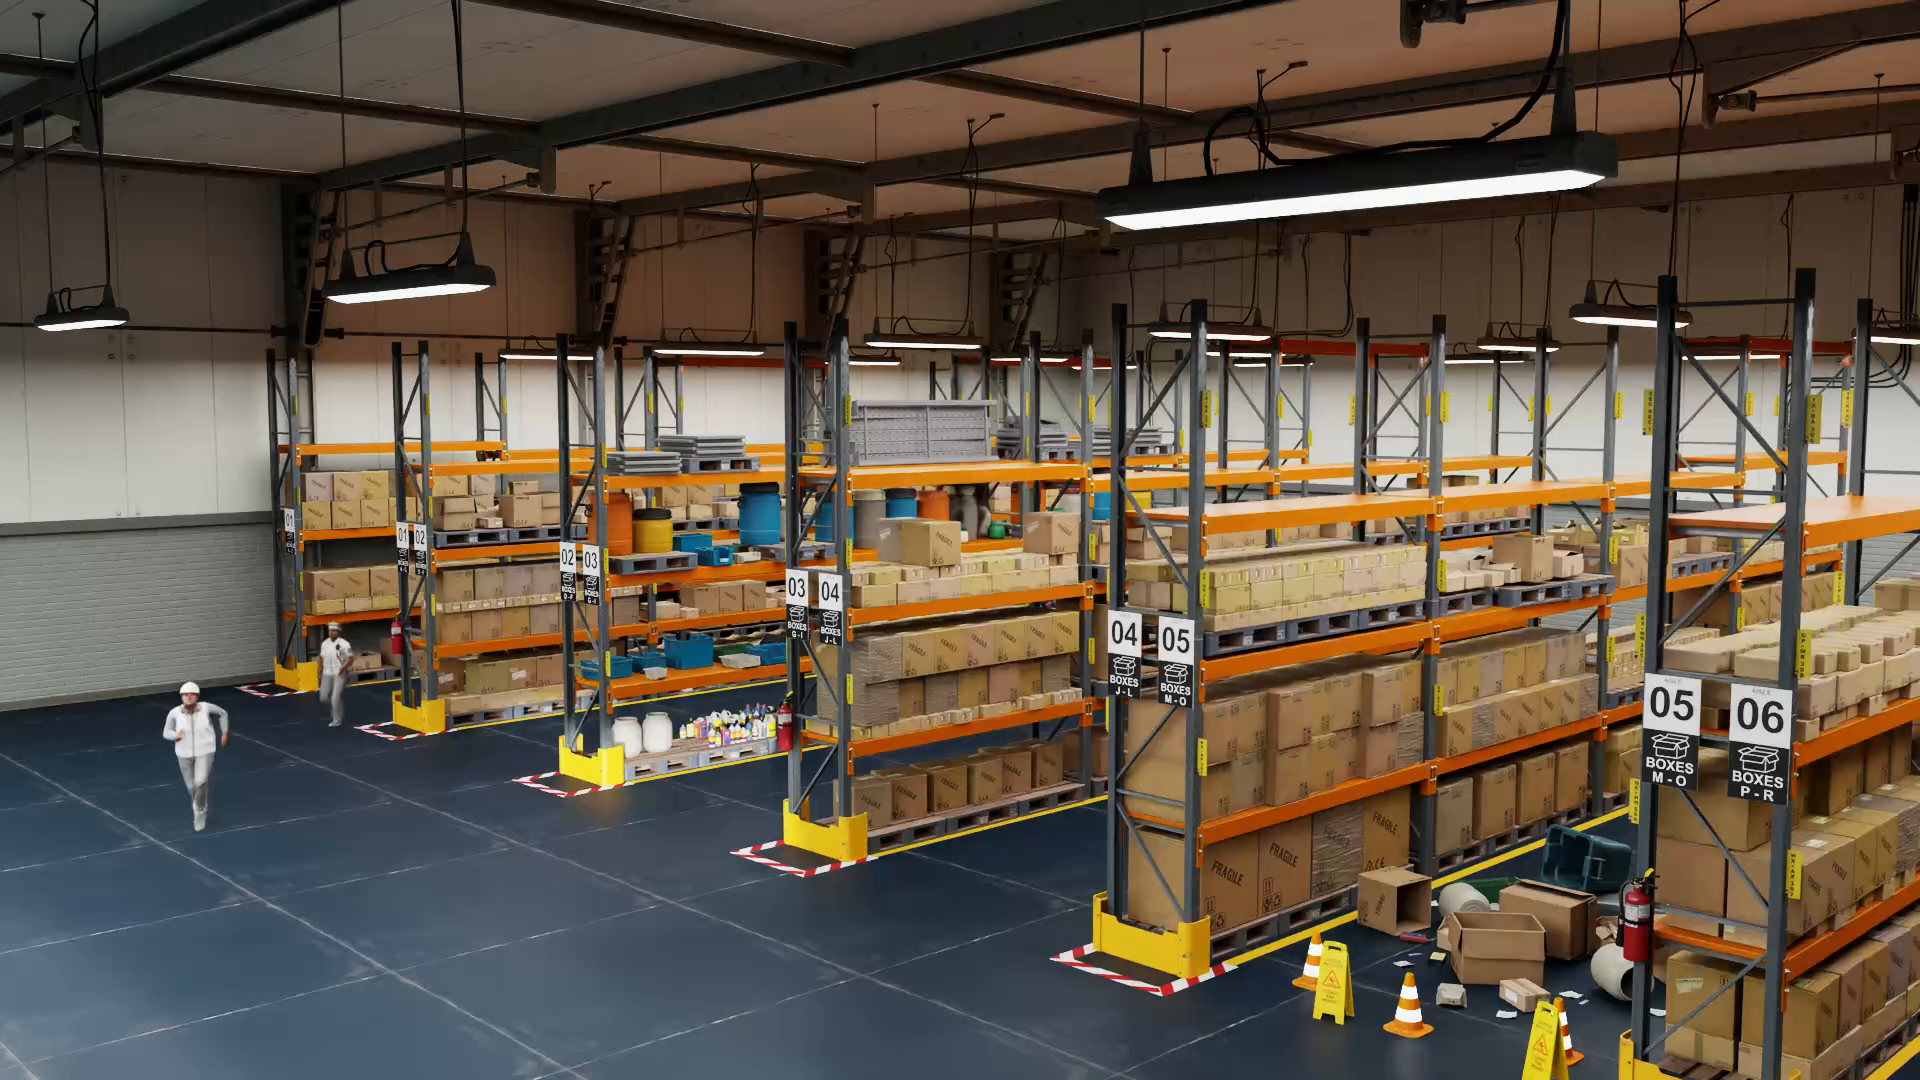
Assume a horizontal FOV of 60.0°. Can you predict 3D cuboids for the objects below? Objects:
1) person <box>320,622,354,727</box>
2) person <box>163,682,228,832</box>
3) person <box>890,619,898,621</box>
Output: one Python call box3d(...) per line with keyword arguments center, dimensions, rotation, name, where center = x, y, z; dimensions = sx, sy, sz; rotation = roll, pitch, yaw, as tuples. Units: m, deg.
box3d(center=(-9.765, 2.089, 26.019), dimensions=(0.558, 1.653, 0.549), rotation=(0, 5, 4), name="person")
box3d(center=(-9.135, 2.567, 19.888), dimensions=(0.680, 1.790, 0.827), rotation=(-2, 5, -17), name="person")
box3d(center=(-1.055, 1.490, 29.522), dimensions=(0.601, 1.683, 0.872), rotation=(3, 6, 34), name="person")
